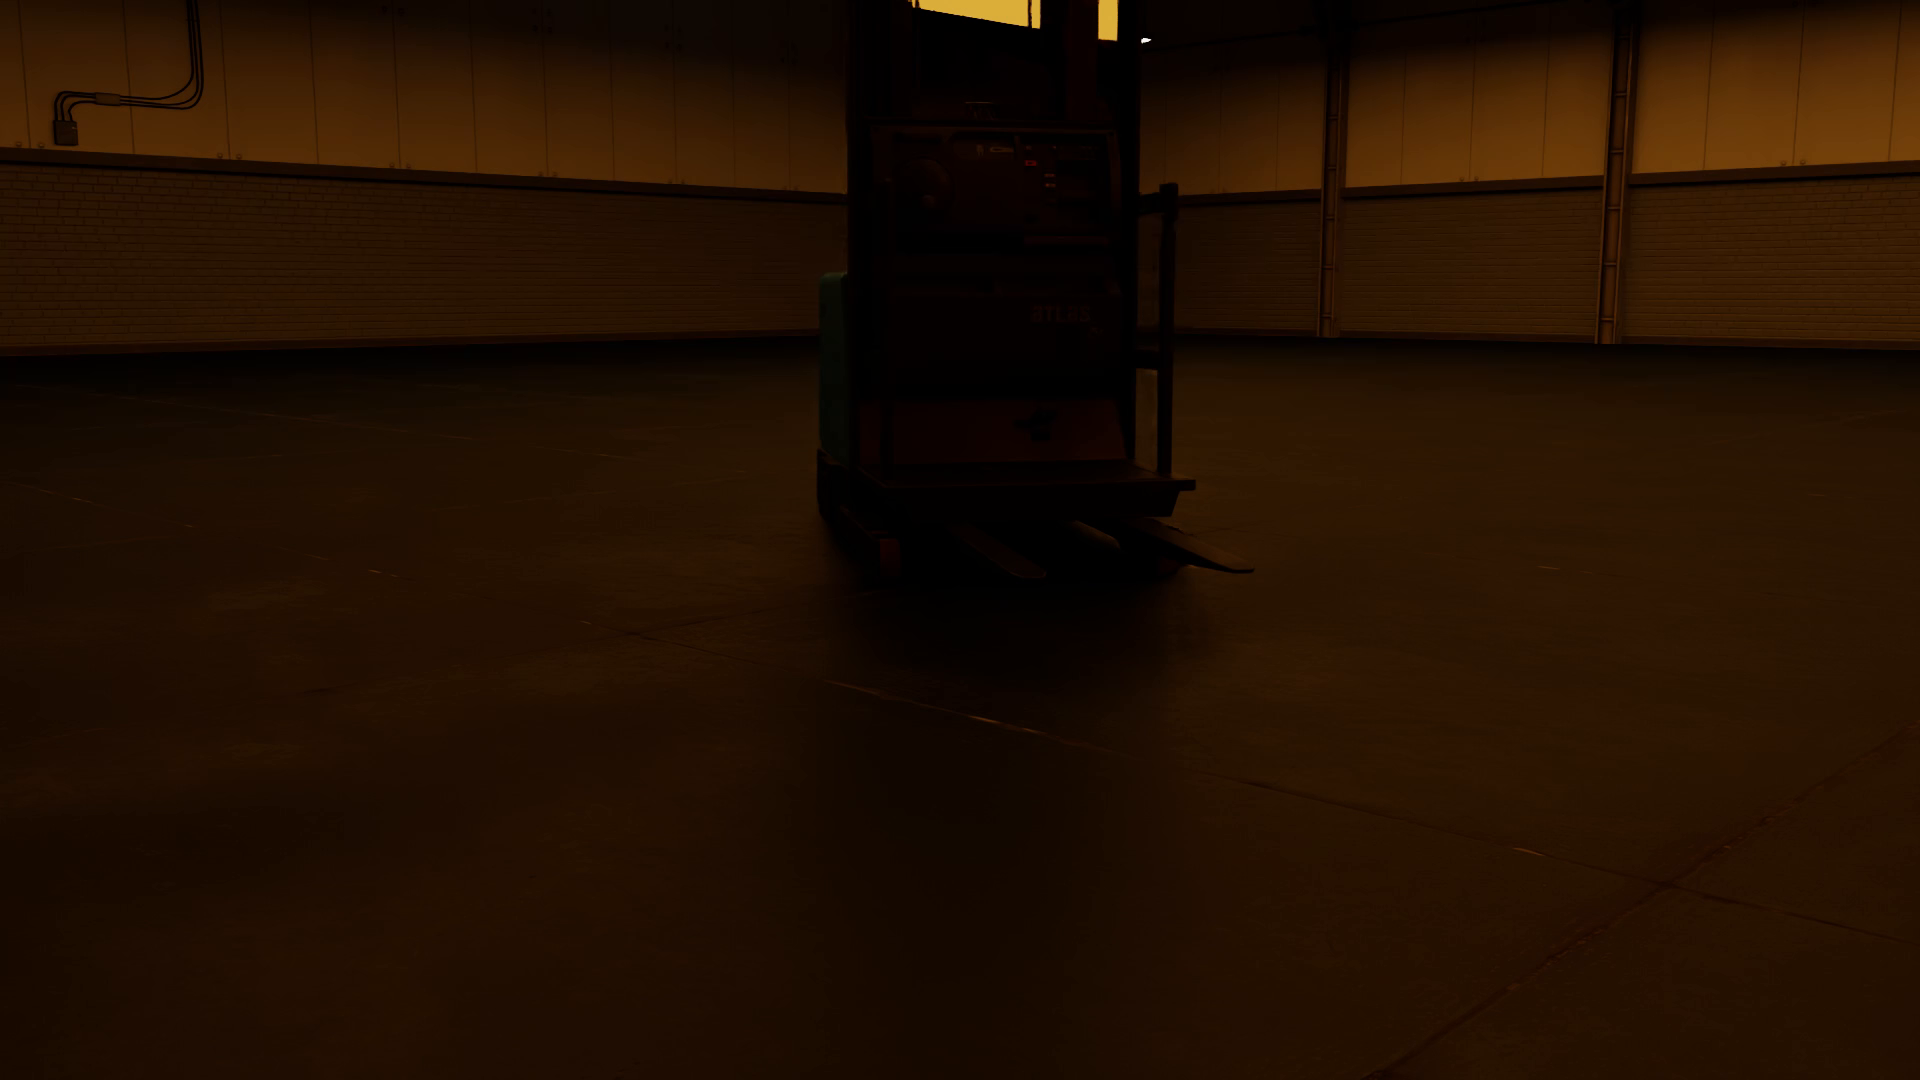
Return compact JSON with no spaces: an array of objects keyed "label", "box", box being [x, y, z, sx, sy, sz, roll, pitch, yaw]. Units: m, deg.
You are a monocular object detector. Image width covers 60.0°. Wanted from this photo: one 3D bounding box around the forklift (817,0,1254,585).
[{"label":"forklift","box":[0.181,-1.355,5.870,1.130,2.935,3.031,-2,9,-12]}]
